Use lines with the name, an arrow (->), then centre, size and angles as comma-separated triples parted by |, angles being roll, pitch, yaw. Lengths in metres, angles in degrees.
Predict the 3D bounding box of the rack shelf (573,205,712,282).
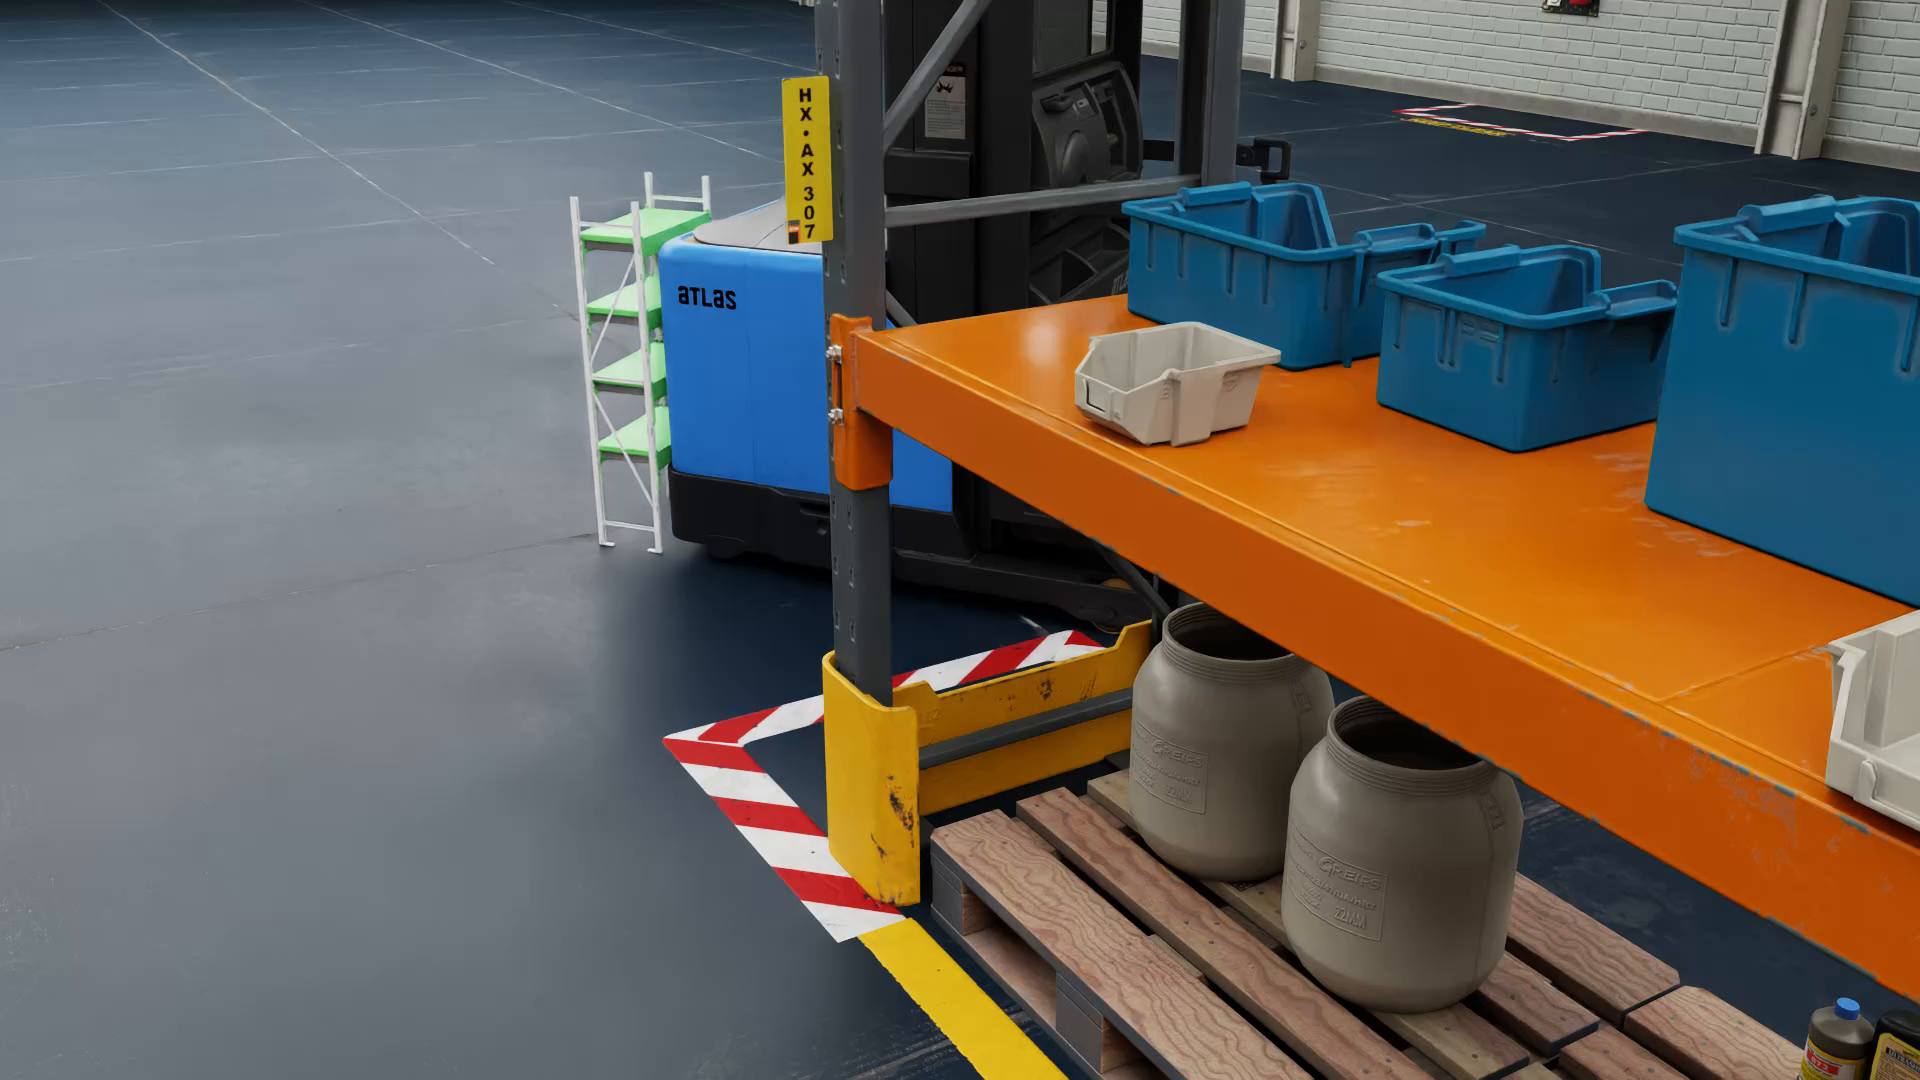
rack shelf -> -1.053, -0.999, 5.569 | 0.258, 0.148, 0.480 | 7, 23, 17

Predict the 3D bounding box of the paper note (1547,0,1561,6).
paper note -> 5.464, -4.990, 15.275 | 0.016, 0.148, 0.142 | -13, 25, -28

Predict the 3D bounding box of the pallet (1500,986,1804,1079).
pallet -> 1.280, 1.233, 2.498 | 1.003, 0.211, 1.213 | -13, 25, -28

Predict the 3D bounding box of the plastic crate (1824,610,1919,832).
plastic crate -> 1.167, 0.207, 1.669 | 0.530, 0.136, 0.437 | -13, 25, -28

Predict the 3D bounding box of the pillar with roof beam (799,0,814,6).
pillar with roof beam -> -6.171, -12.299, 24.118 | 9.100, 9.000, 0.400 | -13, 25, -28

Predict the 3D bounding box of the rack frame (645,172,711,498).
rack frame -> -0.975, -0.700, 5.940 | 0.240, 1.200, 0.015 | 7, 23, 17

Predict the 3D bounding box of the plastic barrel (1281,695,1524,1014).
plastic barrel -> 0.829, 0.586, 3.133 | 0.421, 0.512, 0.421 | 0, 22, 0

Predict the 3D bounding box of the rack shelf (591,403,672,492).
rack shelf -> -1.055, -0.332, 5.841 | 0.258, 0.148, 0.480 | 7, 23, 17

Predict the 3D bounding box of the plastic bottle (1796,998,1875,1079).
plastic bottle -> 1.486, 0.870, 2.820 | 0.097, 0.201, 0.097 | 0, 22, 0

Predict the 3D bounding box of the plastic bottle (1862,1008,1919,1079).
plastic bottle -> 1.562, 0.866, 2.720 | 0.061, 0.283, 0.133 | -12, 25, -27

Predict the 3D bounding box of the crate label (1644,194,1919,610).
crate label -> 1.344, -0.206, 2.287 | 0.502, 0.435, 0.616 | -13, 25, -28

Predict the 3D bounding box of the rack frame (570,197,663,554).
rack frame -> -1.133, -0.527, 5.513 | 0.240, 1.200, 0.015 | 7, 23, 17

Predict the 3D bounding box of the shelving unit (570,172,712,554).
shelving unit -> -1.054, -0.614, 5.726 | 0.258, 1.200, 0.503 | 7, 23, 17

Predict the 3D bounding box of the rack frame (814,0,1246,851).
rack frame -> 0.171, -0.733, 3.631 | 1.000, 3.000, 0.127 | -13, 25, -28

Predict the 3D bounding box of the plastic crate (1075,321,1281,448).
plastic crate -> 0.352, -0.259, 2.816 | 0.298, 0.136, 0.250 | -13, 25, -28

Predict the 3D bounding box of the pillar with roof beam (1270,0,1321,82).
pillar with roof beam -> -0.041, -8.414, 14.561 | 9.100, 9.000, 0.400 | -13, 25, -28

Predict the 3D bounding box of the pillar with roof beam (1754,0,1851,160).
pillar with roof beam -> 3.024, -6.472, 9.783 | 9.100, 9.000, 0.400 | -13, 25, -28

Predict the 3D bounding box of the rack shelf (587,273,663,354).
rack shelf -> -1.054, -0.777, 5.660 | 0.258, 0.148, 0.480 | 7, 23, 17

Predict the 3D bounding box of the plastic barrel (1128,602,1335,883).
plastic barrel -> 0.573, 0.423, 3.533 | 0.421, 0.512, 0.421 | 0, 22, 0

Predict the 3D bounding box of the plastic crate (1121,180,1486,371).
plastic crate -> 0.684, -0.560, 3.402 | 0.499, 0.251, 0.616 | -13, 25, -28

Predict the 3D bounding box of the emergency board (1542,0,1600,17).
emergency board -> 5.495, -5.328, 14.936 | 0.194, 1.169, 0.643 | -13, 25, -28

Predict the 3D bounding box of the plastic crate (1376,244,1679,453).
plastic crate -> 1.011, -0.348, 2.882 | 0.499, 0.251, 0.408 | -13, 25, -28

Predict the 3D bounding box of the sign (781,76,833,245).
sign -> -0.304, -0.757, 3.322 | 0.100, 0.325, 0.005 | -13, 25, -28

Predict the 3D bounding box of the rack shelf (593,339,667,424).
rack shelf -> -1.054, -0.554, 5.751 | 0.258, 0.148, 0.480 | 7, 23, 17

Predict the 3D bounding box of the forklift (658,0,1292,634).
forklift -> 0.583, -1.268, 5.039 | 3.031, 2.935, 1.130 | 9, 24, 20

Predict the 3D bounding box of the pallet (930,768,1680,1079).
pallet -> 0.661, 0.838, 3.468 | 1.003, 0.211, 1.213 | -13, 25, -28

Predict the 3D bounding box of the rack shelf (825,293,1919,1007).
rack shelf -> 1.193, 0.248, 2.174 | 1.077, 0.370, 4.000 | -13, 25, -28

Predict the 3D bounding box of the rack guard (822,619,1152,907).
rack guard -> 0.251, 0.441, 4.064 | 1.175, 0.500, 0.348 | -13, 25, -28
